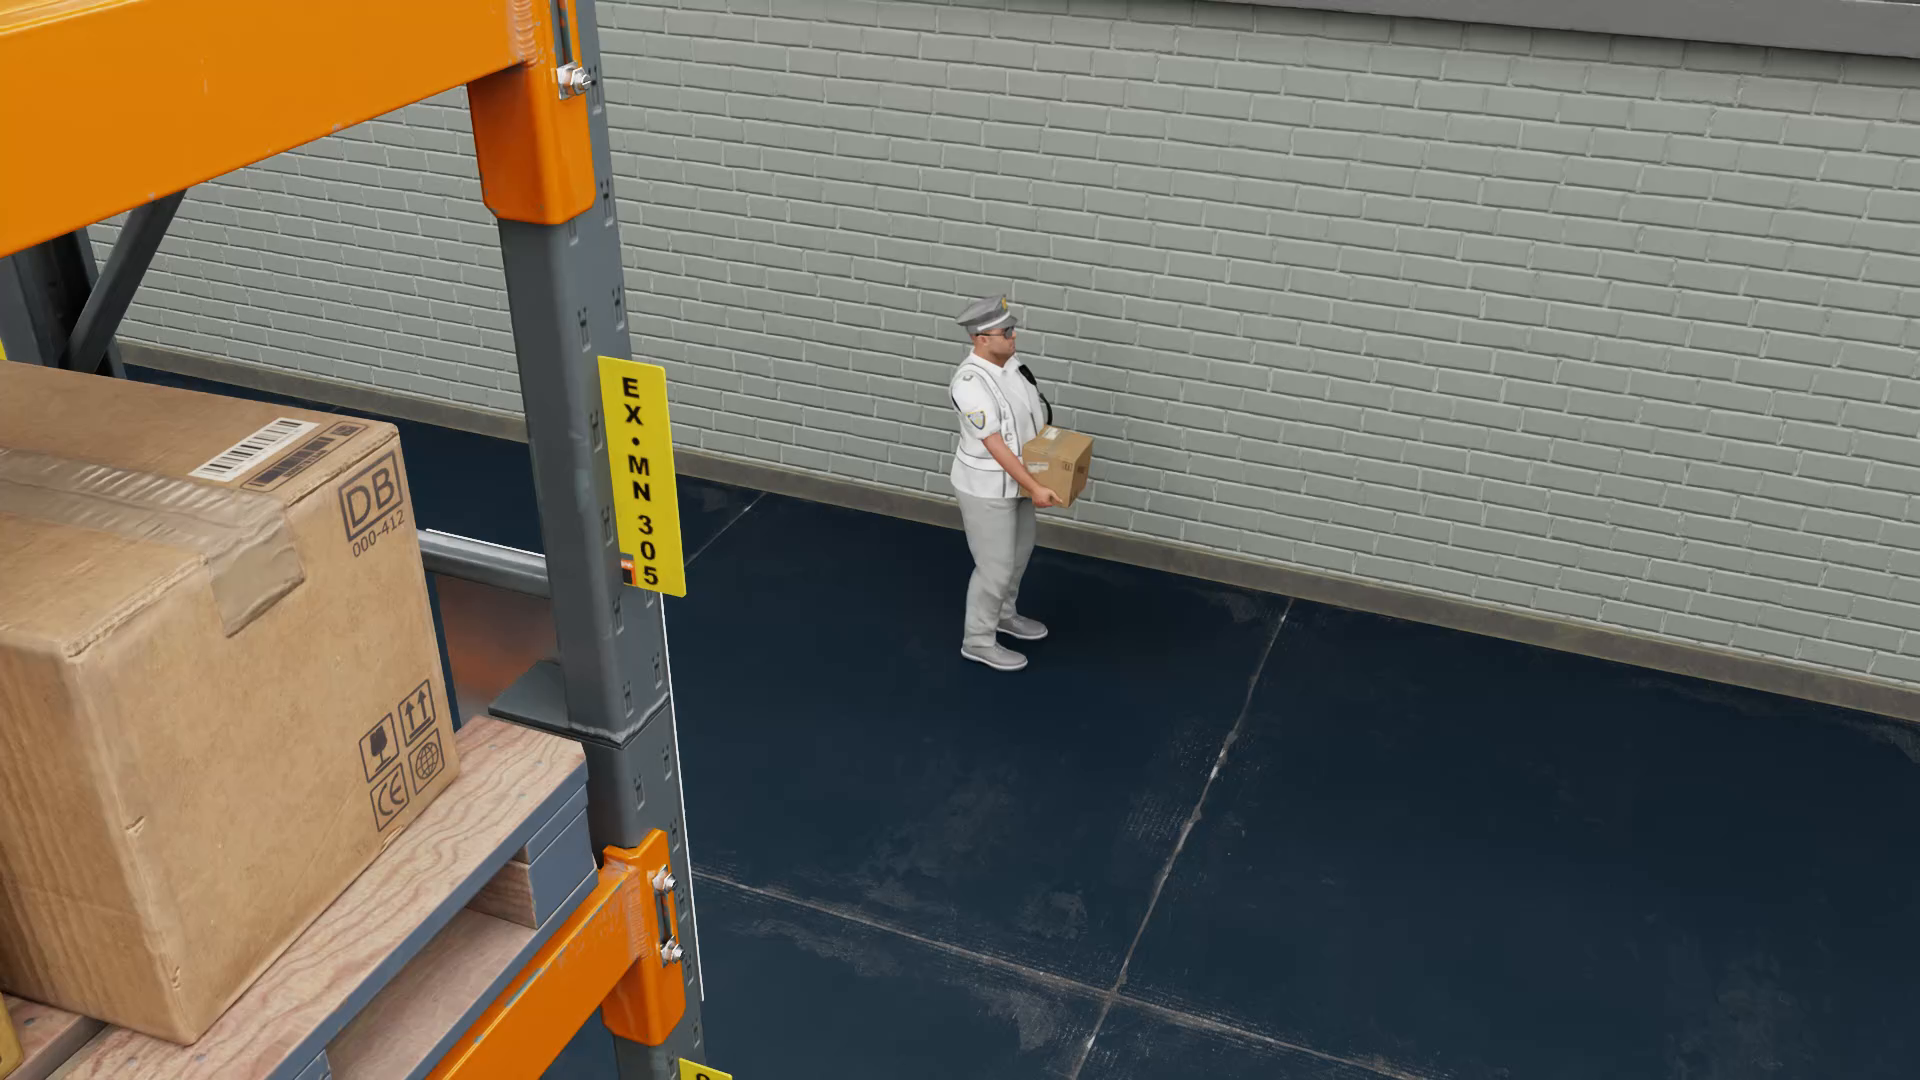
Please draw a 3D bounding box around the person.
[{"bbox_3d":[0.251,-0.261,7.565,0.565,1.766,0.494,12,32,20],"label":"person"}]
